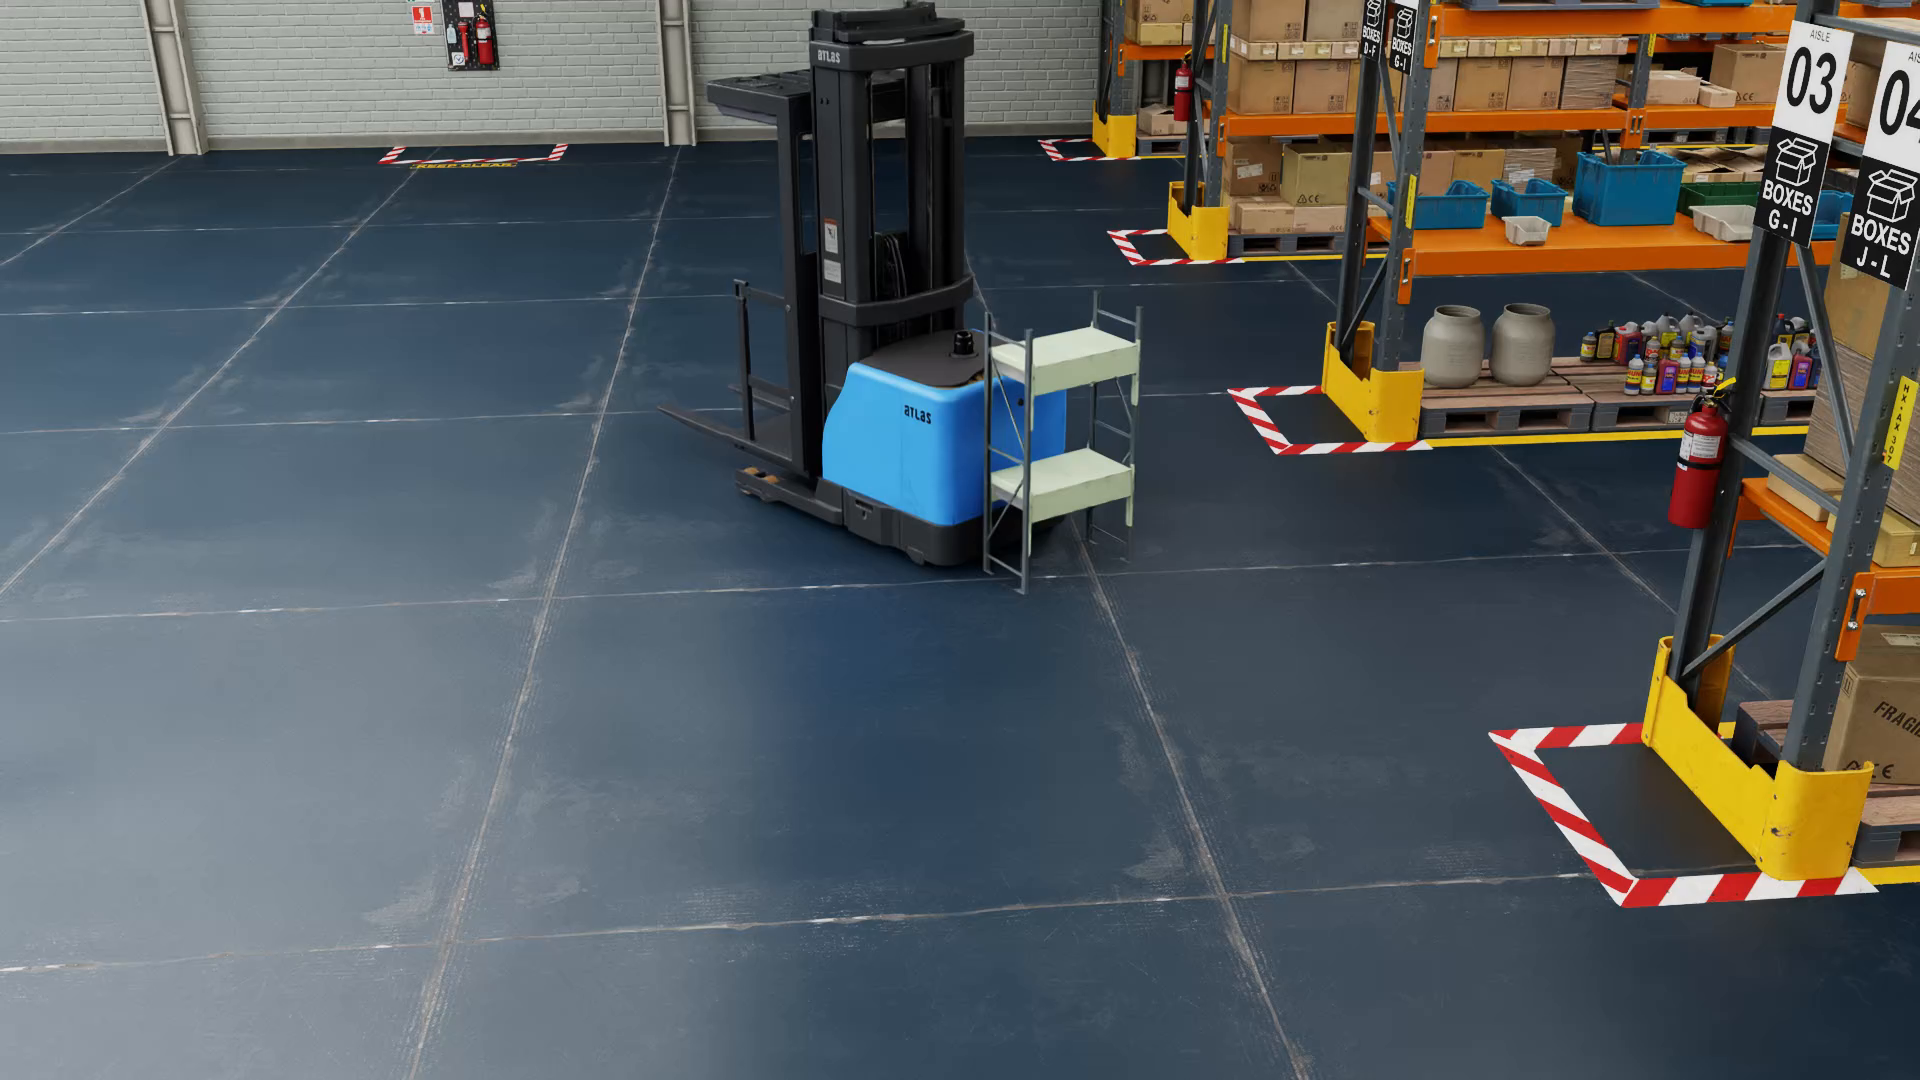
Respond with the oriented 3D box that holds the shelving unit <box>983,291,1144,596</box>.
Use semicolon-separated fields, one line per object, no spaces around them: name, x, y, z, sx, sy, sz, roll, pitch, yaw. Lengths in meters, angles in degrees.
shelving unit;0.553;-0.532;9.100;0.755;1.500;0.431;-16;28;-31

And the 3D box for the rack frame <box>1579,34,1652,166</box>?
rack frame;6.305;-4.404;15.966;0.127;3.000;1.000;-2;24;-5

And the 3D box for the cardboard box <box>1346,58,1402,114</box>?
cardboard box;3.807;-4.344;15.707;0.500;0.500;0.700;-2;24;-5

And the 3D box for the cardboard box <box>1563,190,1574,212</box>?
cardboard box;5.865;-3.233;16.199;0.500;0.250;0.500;-2;24;-5

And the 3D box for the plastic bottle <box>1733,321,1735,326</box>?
plastic bottle;5.757;-1.521;12.198;0.185;0.351;0.144;-3;24;-7

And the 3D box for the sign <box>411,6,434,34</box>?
sign;-6.549;-6.337;20.271;0.234;0.329;0.001;-2;24;-5

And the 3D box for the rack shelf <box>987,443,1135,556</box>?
rack shelf;0.553;-0.234;9.233;0.720;0.370;0.431;-16;28;-31

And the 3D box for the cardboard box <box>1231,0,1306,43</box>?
cardboard box;2.843;-4.899;15.358;0.500;0.500;0.700;-2;24;-5

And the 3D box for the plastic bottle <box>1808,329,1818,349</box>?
plastic bottle;6.327;-1.485;12.301;0.097;0.201;0.097;0;24;0

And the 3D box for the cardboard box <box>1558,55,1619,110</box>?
cardboard box;5.864;-4.430;15.900;0.500;0.500;0.700;-3;24;-7

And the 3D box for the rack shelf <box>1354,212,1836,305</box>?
rack shelf;4.798;-1.993;11.427;4.000;0.370;1.077;-2;24;-5

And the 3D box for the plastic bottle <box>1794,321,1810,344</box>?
plastic bottle;6.120;-1.459;12.143;0.133;0.283;0.061;-2;24;-5

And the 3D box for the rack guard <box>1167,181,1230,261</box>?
rack guard;2.301;-3.101;16.112;0.348;0.500;1.175;-2;24;-5

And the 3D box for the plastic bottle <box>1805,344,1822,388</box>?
plastic bottle;5.985;-1.243;11.572;0.185;0.351;0.144;-3;24;-8

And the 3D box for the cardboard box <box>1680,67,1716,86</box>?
cardboard box;7.162;-4.452;16.239;0.258;0.266;0.396;-3;24;-6

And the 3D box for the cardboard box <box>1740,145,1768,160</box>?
cardboard box;8.195;-3.789;16.759;0.500;0.311;0.500;-3;24;-6

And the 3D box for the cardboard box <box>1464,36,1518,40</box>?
cardboard box;4.863;-4.982;15.545;0.500;0.500;0.700;-2;24;-5

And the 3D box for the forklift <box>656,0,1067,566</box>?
forklift;-0.761;-1.698;9.961;1.130;2.935;3.031;-22;32;-40

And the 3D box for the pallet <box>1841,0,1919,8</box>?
pallet;6.080;-3.618;10.736;1.003;0.211;1.213;-2;24;-5

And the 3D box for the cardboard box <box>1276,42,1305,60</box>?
cardboard box;2.999;-4.527;15.320;0.250;0.149;0.380;-3;24;-7

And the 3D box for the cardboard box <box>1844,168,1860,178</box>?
cardboard box;8.770;-3.593;16.318;0.500;0.311;0.500;-2;24;-5

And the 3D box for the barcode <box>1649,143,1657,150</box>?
barcode;6.600;-3.744;15.833;0.075;0.075;0.001;-2;24;-5

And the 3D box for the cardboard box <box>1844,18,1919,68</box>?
cardboard box;3.540;-1.862;6.247;0.250;0.149;0.380;-2;24;-5

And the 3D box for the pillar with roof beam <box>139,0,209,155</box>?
pillar with roof beam;-9.073;-7.147;14.749;0.400;9.000;9.100;-2;24;-5

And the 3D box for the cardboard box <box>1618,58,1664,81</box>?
cardboard box;8.511;-5.920;20.989;0.500;0.250;0.500;-2;24;-4

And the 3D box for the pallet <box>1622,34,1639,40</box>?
pallet;7.829;-6.383;20.653;1.213;0.211;1.003;-2;24;-5

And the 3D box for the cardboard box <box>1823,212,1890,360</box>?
cardboard box;3.818;-1.001;6.588;0.500;0.500;0.500;-2;24;-5

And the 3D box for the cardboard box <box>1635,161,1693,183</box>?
cardboard box;6.741;-3.512;16.136;0.500;0.311;0.500;-2;24;-5

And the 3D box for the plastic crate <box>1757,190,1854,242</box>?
plastic crate;5.714;-2.180;11.145;0.616;0.251;0.499;-2;24;-5

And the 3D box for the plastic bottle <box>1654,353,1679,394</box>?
plastic bottle;4.870;-1.150;11.447;0.133;0.283;0.061;-2;24;-4

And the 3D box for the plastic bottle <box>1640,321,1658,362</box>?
plastic bottle;4.984;-1.454;12.139;0.135;0.276;0.152;-3;24;-7

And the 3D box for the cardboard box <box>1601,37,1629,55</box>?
cardboard box;6.056;-4.649;15.595;0.250;0.149;0.380;-2;24;-5

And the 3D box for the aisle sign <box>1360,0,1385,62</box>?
aisle sign;2.707;-3.547;10.837;0.004;0.787;0.394;-2;24;-5

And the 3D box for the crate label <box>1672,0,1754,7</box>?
crate label;4.703;-3.486;10.390;0.408;0.251;0.502;-2;24;-5

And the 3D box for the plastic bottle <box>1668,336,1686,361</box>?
plastic bottle;5.204;-1.381;12.067;0.097;0.201;0.097;0;24;0

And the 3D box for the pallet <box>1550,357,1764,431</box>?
pallet;4.899;-1.068;11.892;1.213;0.211;1.003;-2;24;-5

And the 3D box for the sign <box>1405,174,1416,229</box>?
sign;2.858;-2.146;10.545;0.005;0.325;0.100;-2;24;-5

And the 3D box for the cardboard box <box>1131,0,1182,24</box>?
cardboard box;2.339;-6.428;19.755;0.500;0.500;0.500;-2;24;-5

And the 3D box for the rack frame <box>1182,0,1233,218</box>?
rack frame;2.325;-4.245;15.607;0.127;3.000;1.000;-2;24;-5

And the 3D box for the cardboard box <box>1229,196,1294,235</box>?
cardboard box;2.880;-3.112;15.926;0.500;0.250;0.500;-2;24;-5

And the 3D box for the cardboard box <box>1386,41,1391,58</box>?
cardboard box;4.018;-4.568;15.411;0.250;0.149;0.380;-3;24;-6

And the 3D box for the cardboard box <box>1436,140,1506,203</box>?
cardboard box;4.869;-3.539;15.964;0.500;0.500;0.500;-2;24;-5

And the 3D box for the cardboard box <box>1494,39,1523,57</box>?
cardboard box;5.043;-4.609;15.505;0.250;0.149;0.380;-2;24;-5

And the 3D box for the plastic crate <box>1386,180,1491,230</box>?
plastic crate;3.277;-2.315;11.449;0.616;0.251;0.499;-2;24;-5

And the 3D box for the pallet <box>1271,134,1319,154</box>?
pallet;3.933;-5.041;20.832;1.213;0.211;1.003;-2;24;-5

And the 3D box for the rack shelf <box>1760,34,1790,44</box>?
rack shelf;11.786;-6.317;21.155;4.000;0.370;1.077;-2;24;-5

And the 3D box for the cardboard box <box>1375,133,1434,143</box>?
cardboard box;4.321;-3.730;16.393;0.500;0.500;0.500;-2;24;-5

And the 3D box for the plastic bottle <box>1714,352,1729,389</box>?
plastic bottle;5.285;-1.169;11.504;0.097;0.271;0.097;0;24;0

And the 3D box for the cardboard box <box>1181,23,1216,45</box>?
cardboard box;2.866;-6.105;19.952;0.500;0.250;0.500;-3;24;-7
